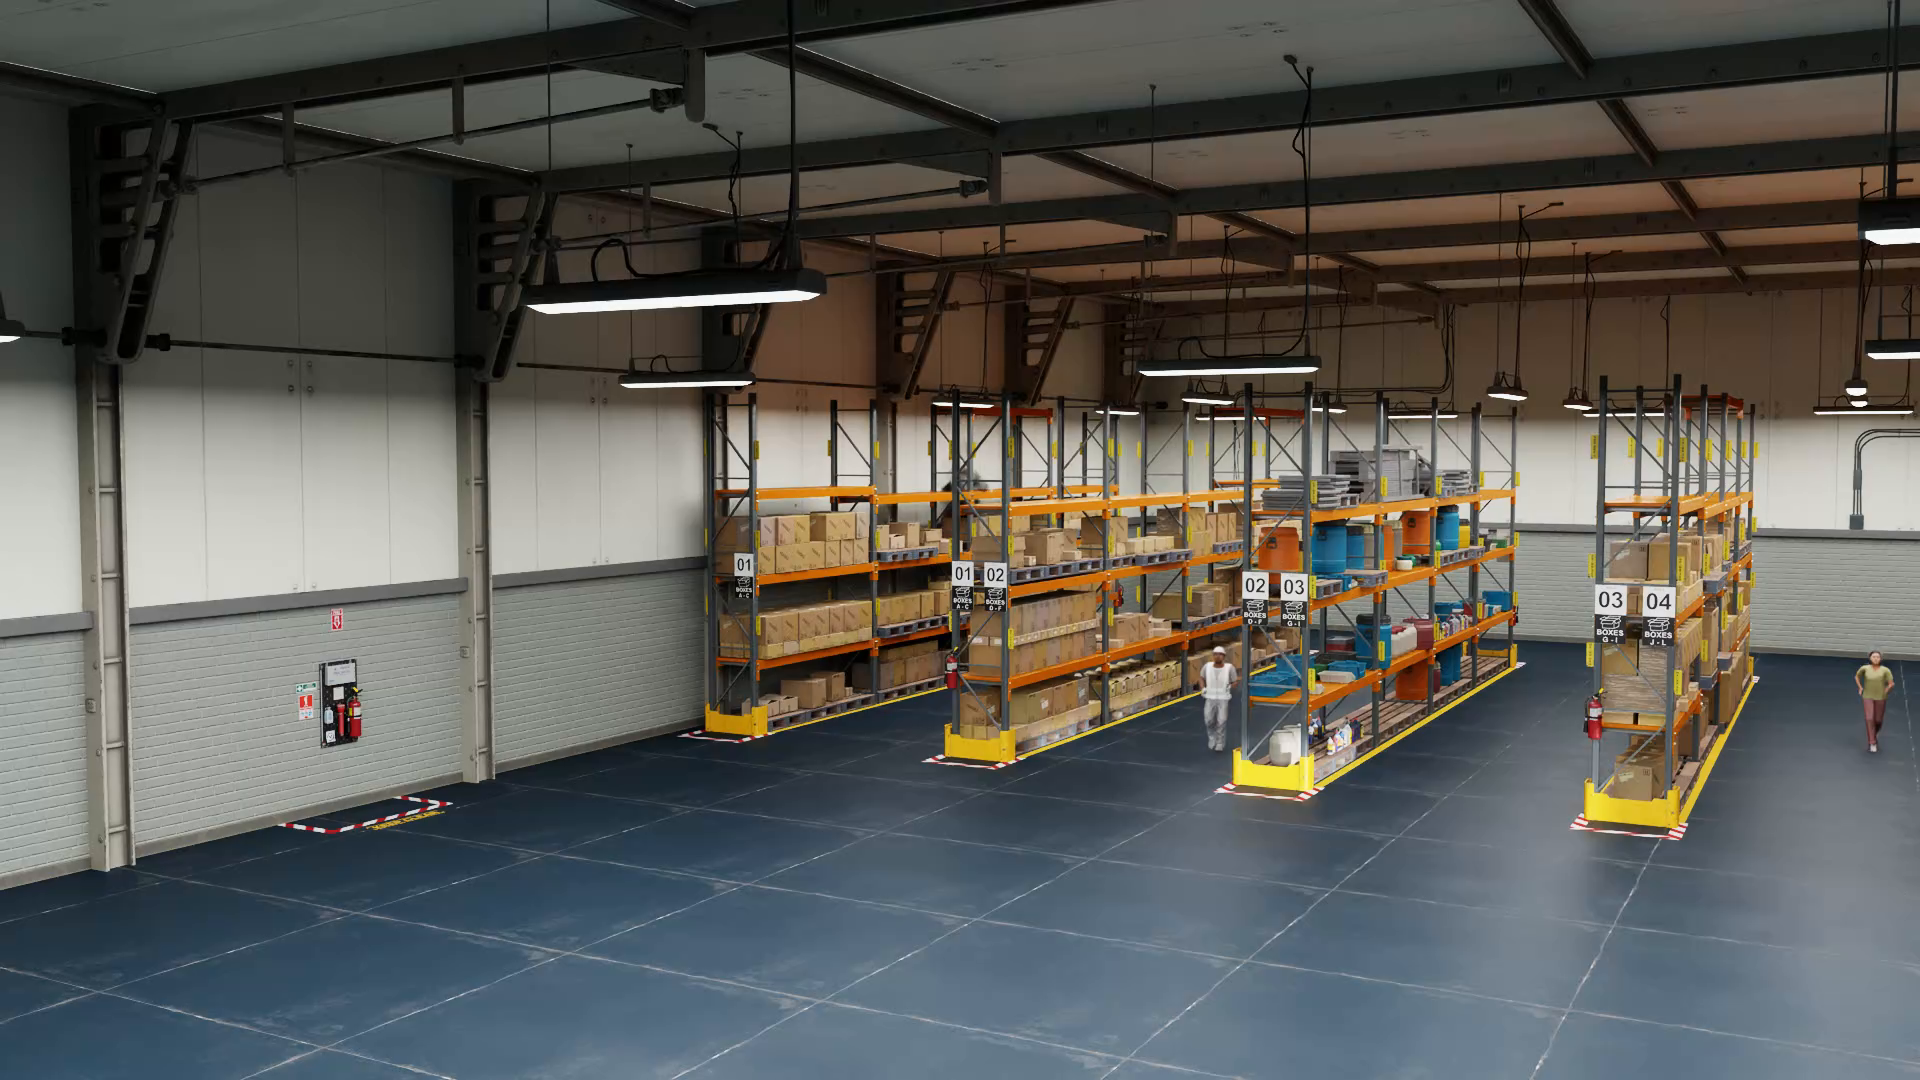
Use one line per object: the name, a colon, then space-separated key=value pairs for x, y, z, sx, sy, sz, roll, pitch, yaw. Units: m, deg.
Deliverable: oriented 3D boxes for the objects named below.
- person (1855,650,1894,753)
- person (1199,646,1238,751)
person: x=15.321 y=2.676 z=27.870 sx=0.579 sy=1.669 sz=0.879 roll=2 pitch=3 yaw=27
person: x=4.250 y=2.633 z=27.484 sx=0.669 sy=1.737 sz=0.598 roll=1 pitch=3 yaw=15
